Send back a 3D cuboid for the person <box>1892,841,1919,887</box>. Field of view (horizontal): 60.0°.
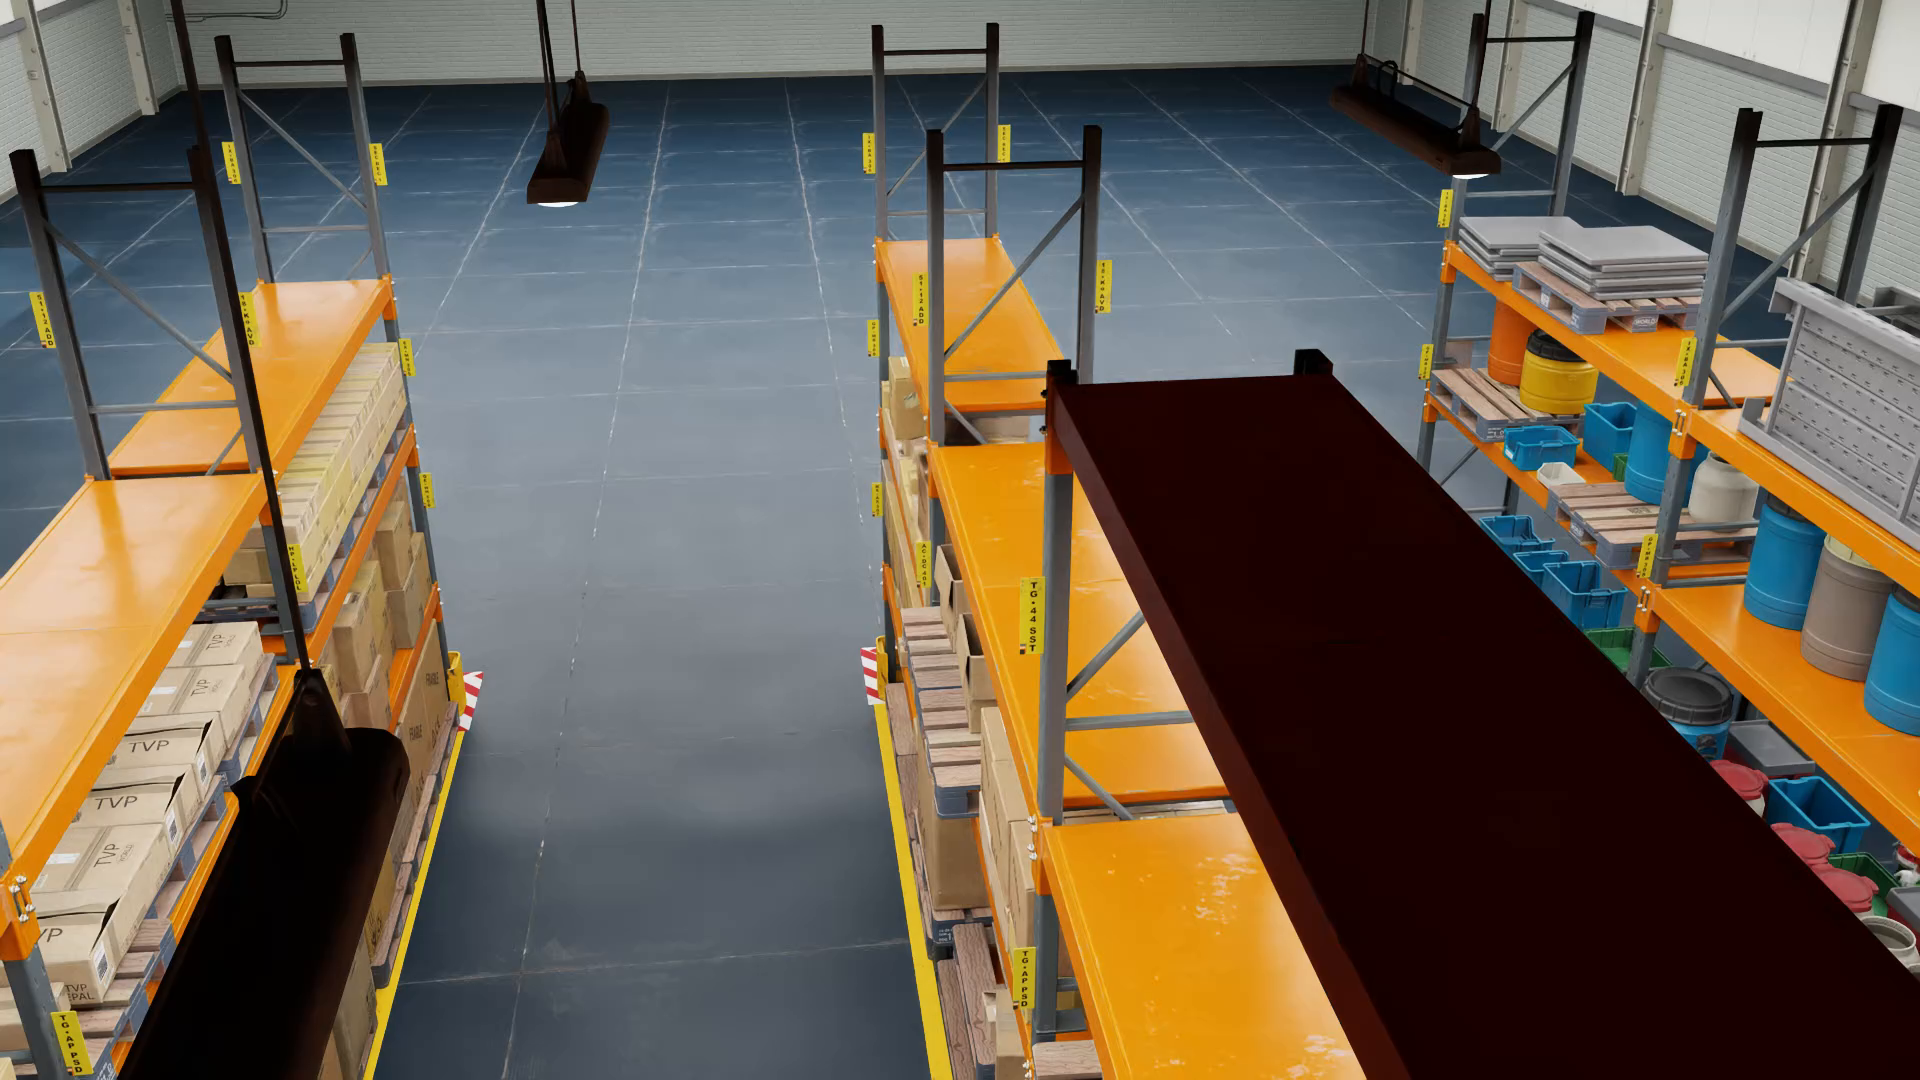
[{"bbox_3d":[6.748,2.293,11.670,0.463,1.822,0.605,21,32,37],"label":"person"}]
